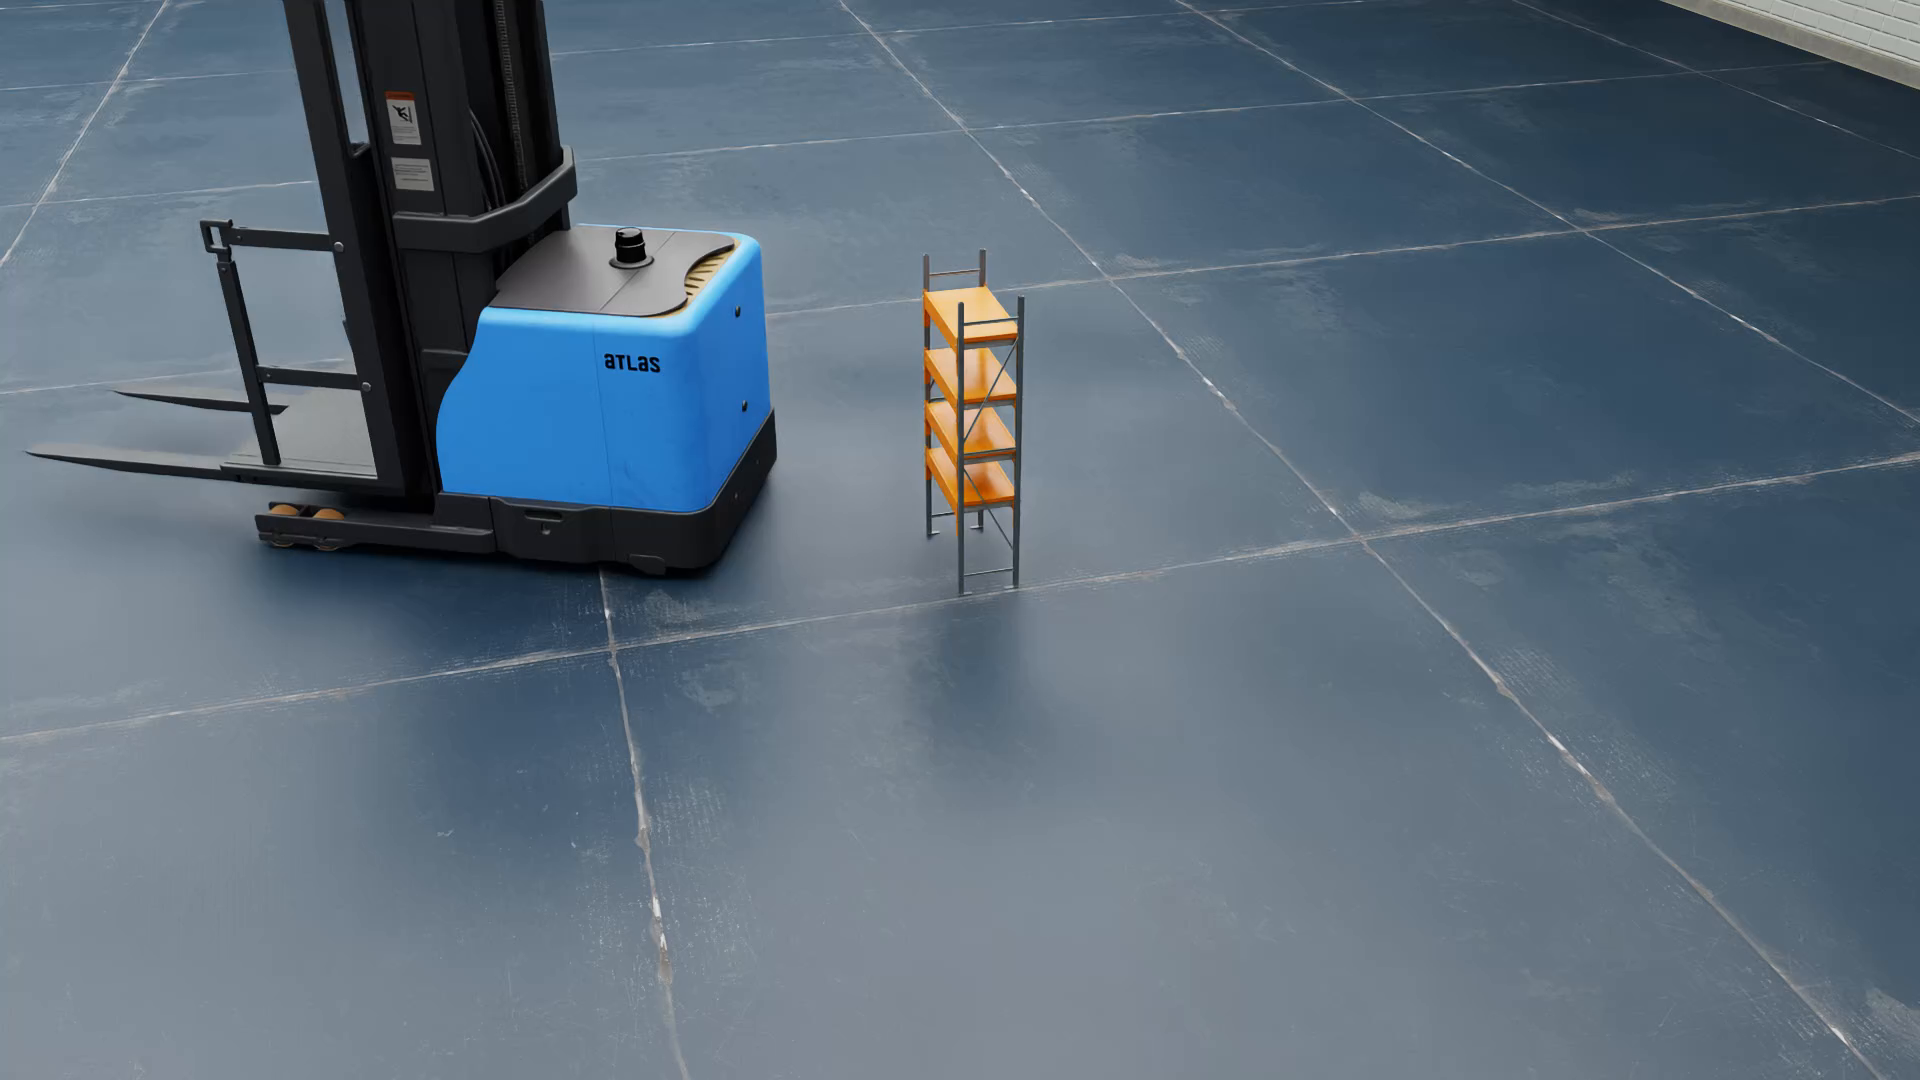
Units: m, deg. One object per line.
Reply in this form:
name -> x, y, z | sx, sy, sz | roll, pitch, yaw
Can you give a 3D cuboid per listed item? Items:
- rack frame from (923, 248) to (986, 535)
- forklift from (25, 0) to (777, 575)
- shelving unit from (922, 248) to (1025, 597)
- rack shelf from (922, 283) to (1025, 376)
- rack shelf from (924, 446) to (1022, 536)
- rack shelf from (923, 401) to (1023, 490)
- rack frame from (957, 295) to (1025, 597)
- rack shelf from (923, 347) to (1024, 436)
rack frame -> -0.021, -0.557, 6.515 | 0.240, 1.200, 0.015 | -8, 31, -13
forklift -> -2.360, -1.478, 6.378 | 3.031, 2.935, 1.130 | 5, 30, 9
shelving unit -> 0.044, -0.439, 6.311 | 0.258, 1.200, 0.503 | -8, 31, -13
rack shelf -> 0.044, -0.779, 6.114 | 0.258, 0.148, 0.480 | -8, 31, -13
rack shelf -> 0.044, -0.209, 6.444 | 0.258, 0.148, 0.480 | -8, 31, -13
rack shelf -> 0.044, -0.381, 6.345 | 0.258, 0.148, 0.480 | -8, 31, -13
rack frame -> 0.109, -0.321, 6.108 | 0.240, 1.200, 0.015 | -8, 31, -13
rack shelf -> 0.044, -0.575, 6.233 | 0.258, 0.148, 0.480 | -8, 31, -13
